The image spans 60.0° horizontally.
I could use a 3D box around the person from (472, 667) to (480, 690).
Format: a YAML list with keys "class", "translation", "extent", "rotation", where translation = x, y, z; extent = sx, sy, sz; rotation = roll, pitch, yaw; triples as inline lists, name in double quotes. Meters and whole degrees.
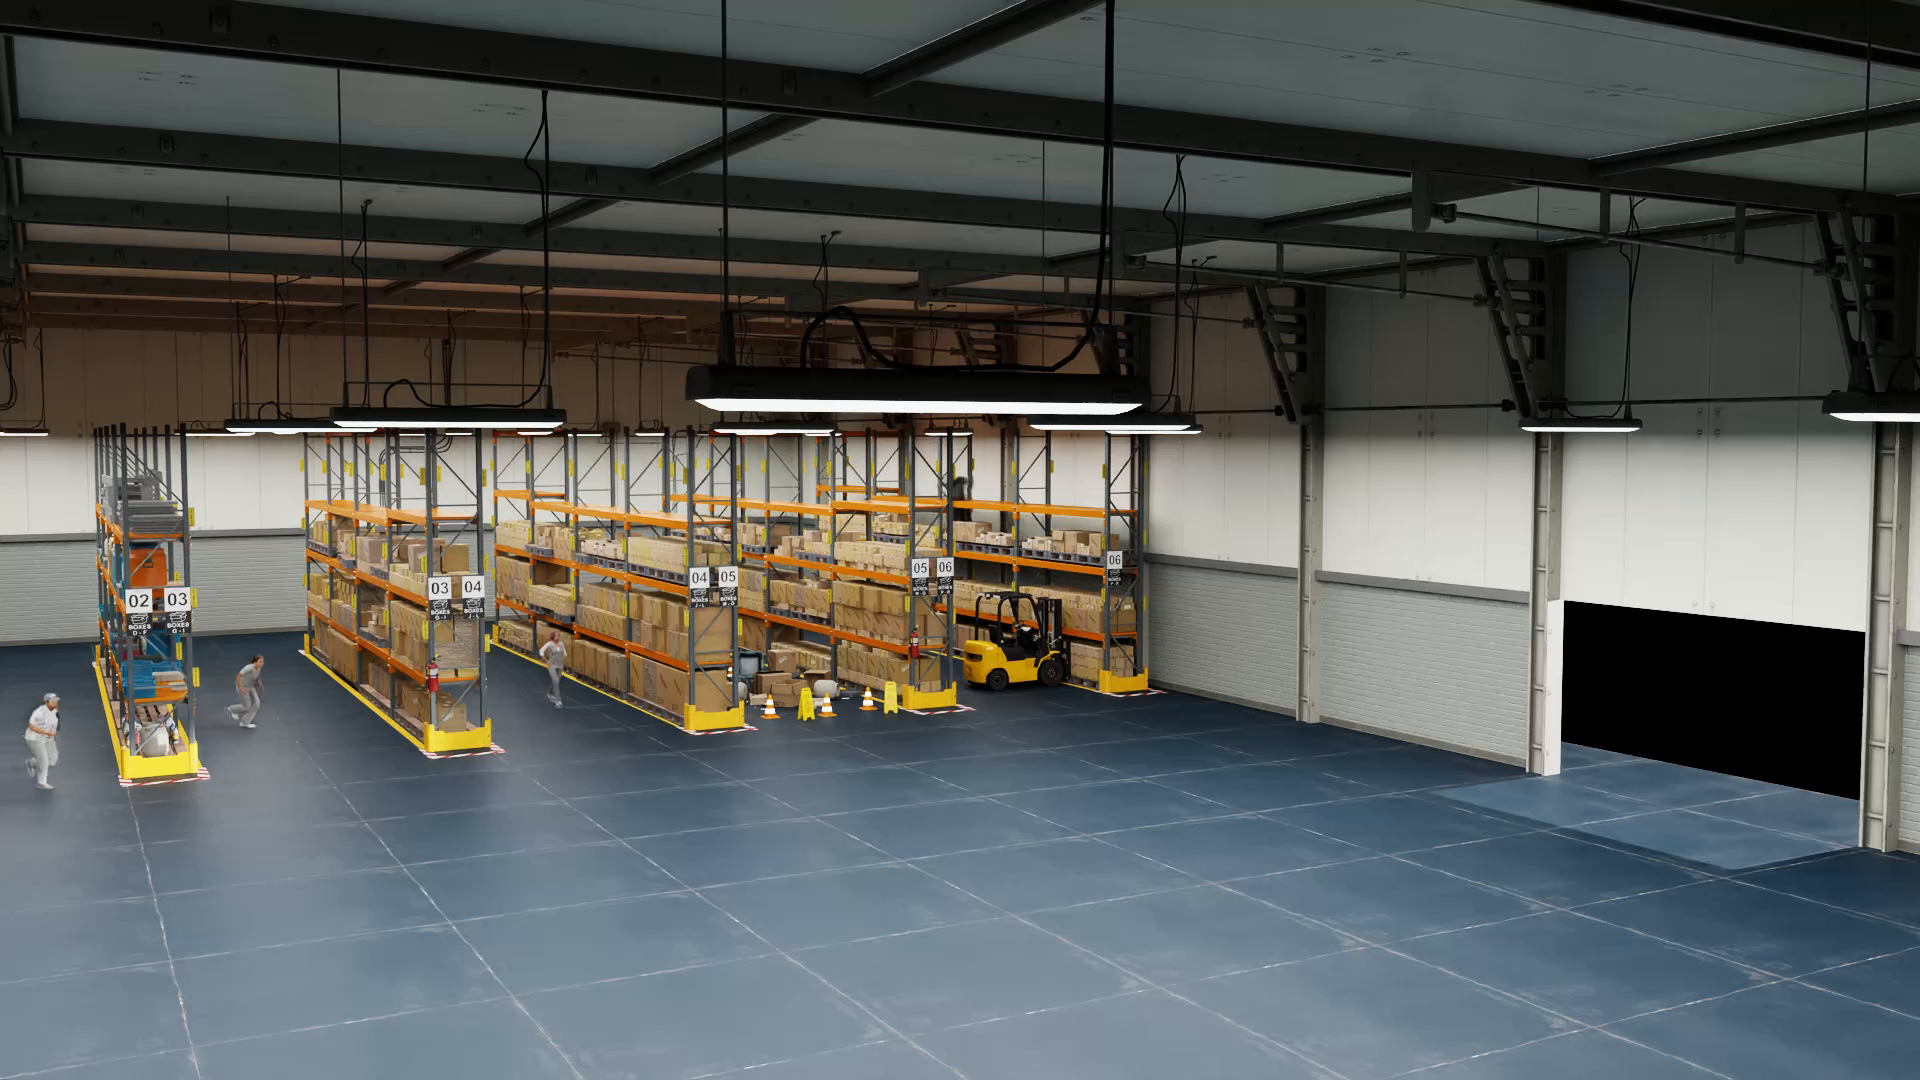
- class: "person"
  translation: [-11.216, 2.668, 38.127]
  extent: [0.723, 1.526, 0.587]
  rotation: [3, 5, 45]

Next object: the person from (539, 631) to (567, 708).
- class: "person"
  translation: [-8.699, 2.747, 35.657]
  extent: [0.567, 1.617, 0.788]
  rotation: [-3, 5, -41]

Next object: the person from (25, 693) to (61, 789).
- class: "person"
  translation: [-15.044, 3.299, 27.250]
  extent: [0.740, 1.601, 0.591]
  rotation: [1, 4, 17]

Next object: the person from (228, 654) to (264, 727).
- class: "person"
  translation: [-14.180, 2.993, 33.034]
  extent: [0.837, 1.484, 0.573]
  rotation: [1, 4, 20]
